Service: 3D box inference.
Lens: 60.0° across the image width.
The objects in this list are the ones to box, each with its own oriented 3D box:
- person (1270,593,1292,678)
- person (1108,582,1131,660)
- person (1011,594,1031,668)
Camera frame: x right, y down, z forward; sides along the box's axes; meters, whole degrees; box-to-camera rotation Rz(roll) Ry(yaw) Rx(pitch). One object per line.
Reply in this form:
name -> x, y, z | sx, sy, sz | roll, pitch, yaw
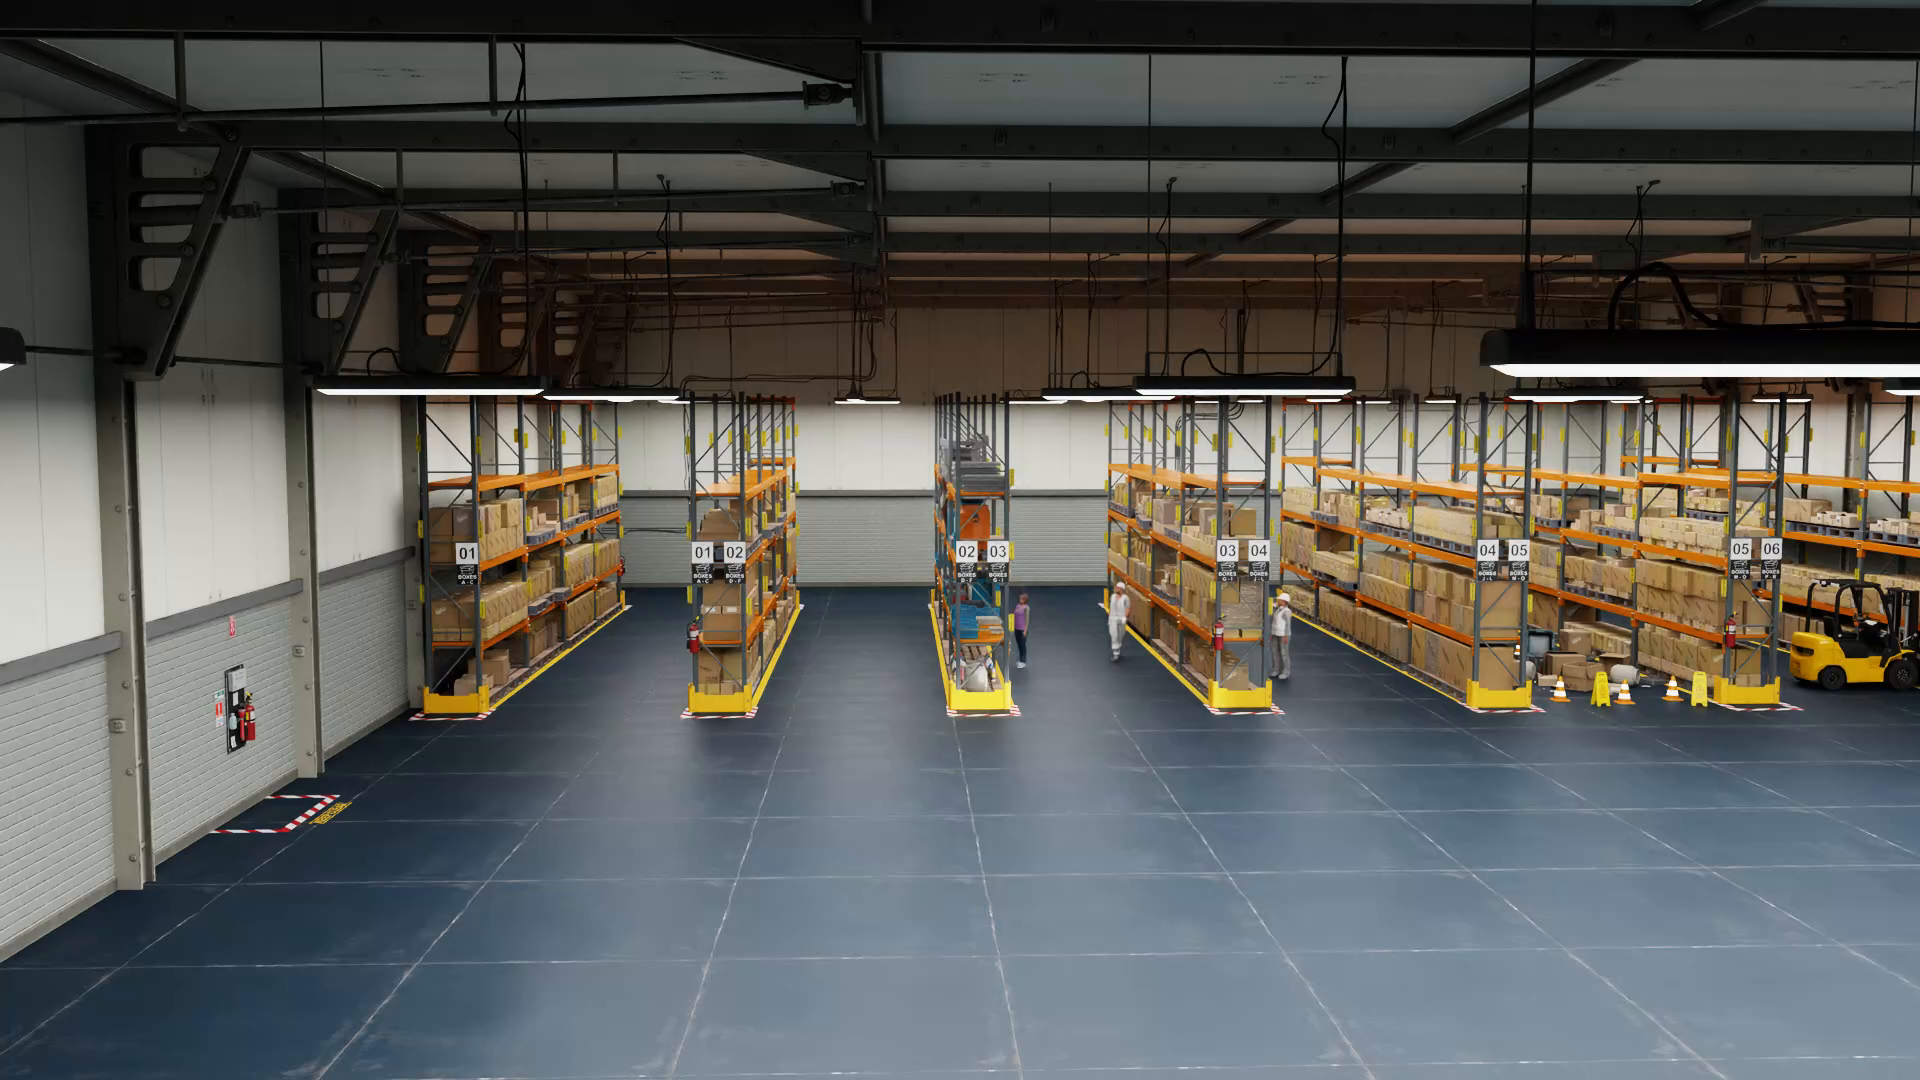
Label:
person -> 6.798, 2.016, 35.178 | 0.407, 1.775, 0.576 | -3, 5, -32
person -> 3.607, 1.824, 37.538 | 0.493, 1.723, 1.054 | 0, 5, -4
person -> 1.339, 1.997, 36.595 | 0.434, 1.607, 0.481 | 4, 6, 41
